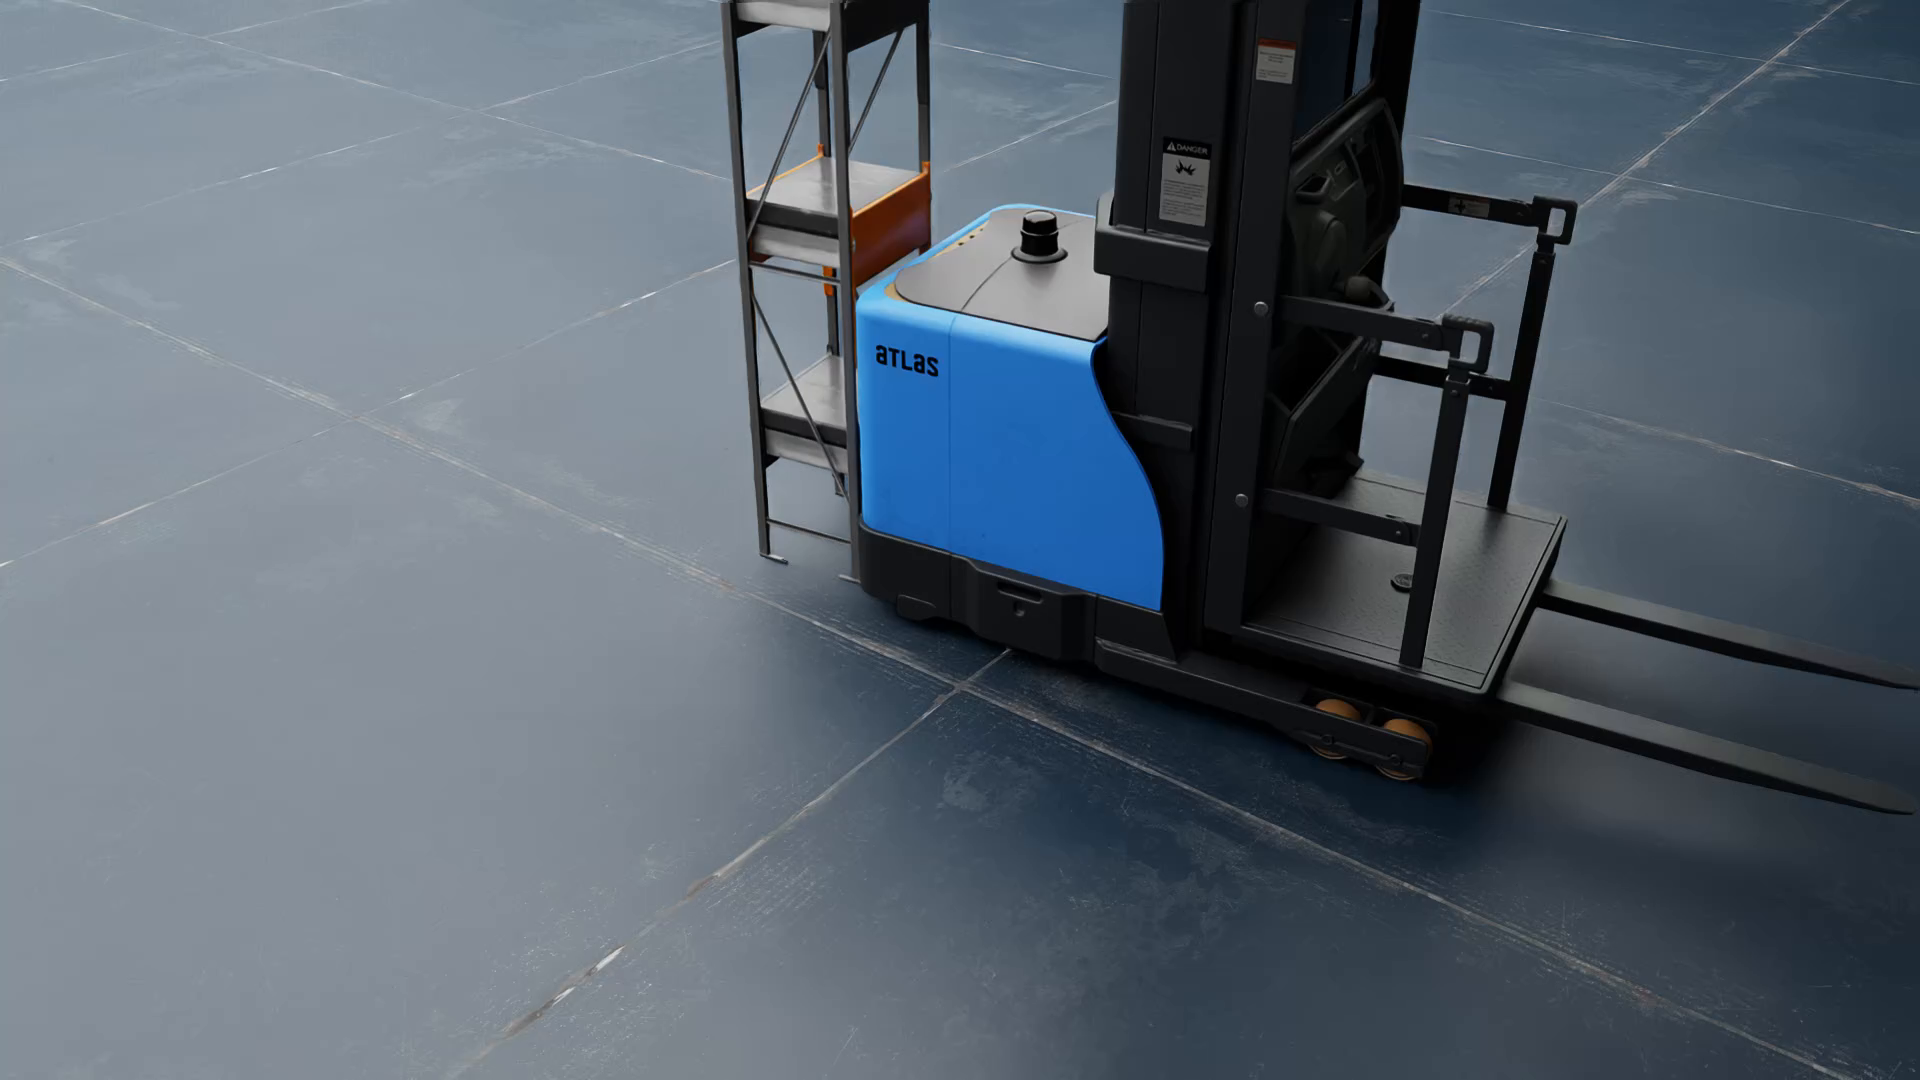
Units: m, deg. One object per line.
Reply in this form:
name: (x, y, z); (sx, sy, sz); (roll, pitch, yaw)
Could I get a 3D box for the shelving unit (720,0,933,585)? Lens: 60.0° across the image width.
shelving unit: (-0.387, -0.914, 5.232); (0.431, 2.100, 0.503); (15, 34, 24)

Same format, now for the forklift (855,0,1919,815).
forklift: (1.219, -0.904, 4.401); (3.031, 2.935, 1.130); (16, 34, 24)

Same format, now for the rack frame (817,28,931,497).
rack frame: (-0.273, -1.024, 5.418); (0.400, 2.100, 0.015); (15, 34, 24)

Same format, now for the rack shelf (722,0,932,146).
rack shelf: (-0.387, -1.504, 4.882); (0.431, 0.518, 0.480); (15, 34, 24)

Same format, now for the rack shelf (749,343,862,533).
rack shelf: (-0.387, -0.300, 5.596); (0.431, 0.518, 0.480); (15, 34, 24)

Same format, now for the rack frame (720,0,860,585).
rack frame: (-0.501, -0.804, 5.047); (0.400, 2.100, 0.015); (15, 34, 24)

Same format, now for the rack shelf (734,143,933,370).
rack shelf: (-0.387, -0.902, 5.239); (0.431, 0.518, 0.480); (15, 34, 24)
